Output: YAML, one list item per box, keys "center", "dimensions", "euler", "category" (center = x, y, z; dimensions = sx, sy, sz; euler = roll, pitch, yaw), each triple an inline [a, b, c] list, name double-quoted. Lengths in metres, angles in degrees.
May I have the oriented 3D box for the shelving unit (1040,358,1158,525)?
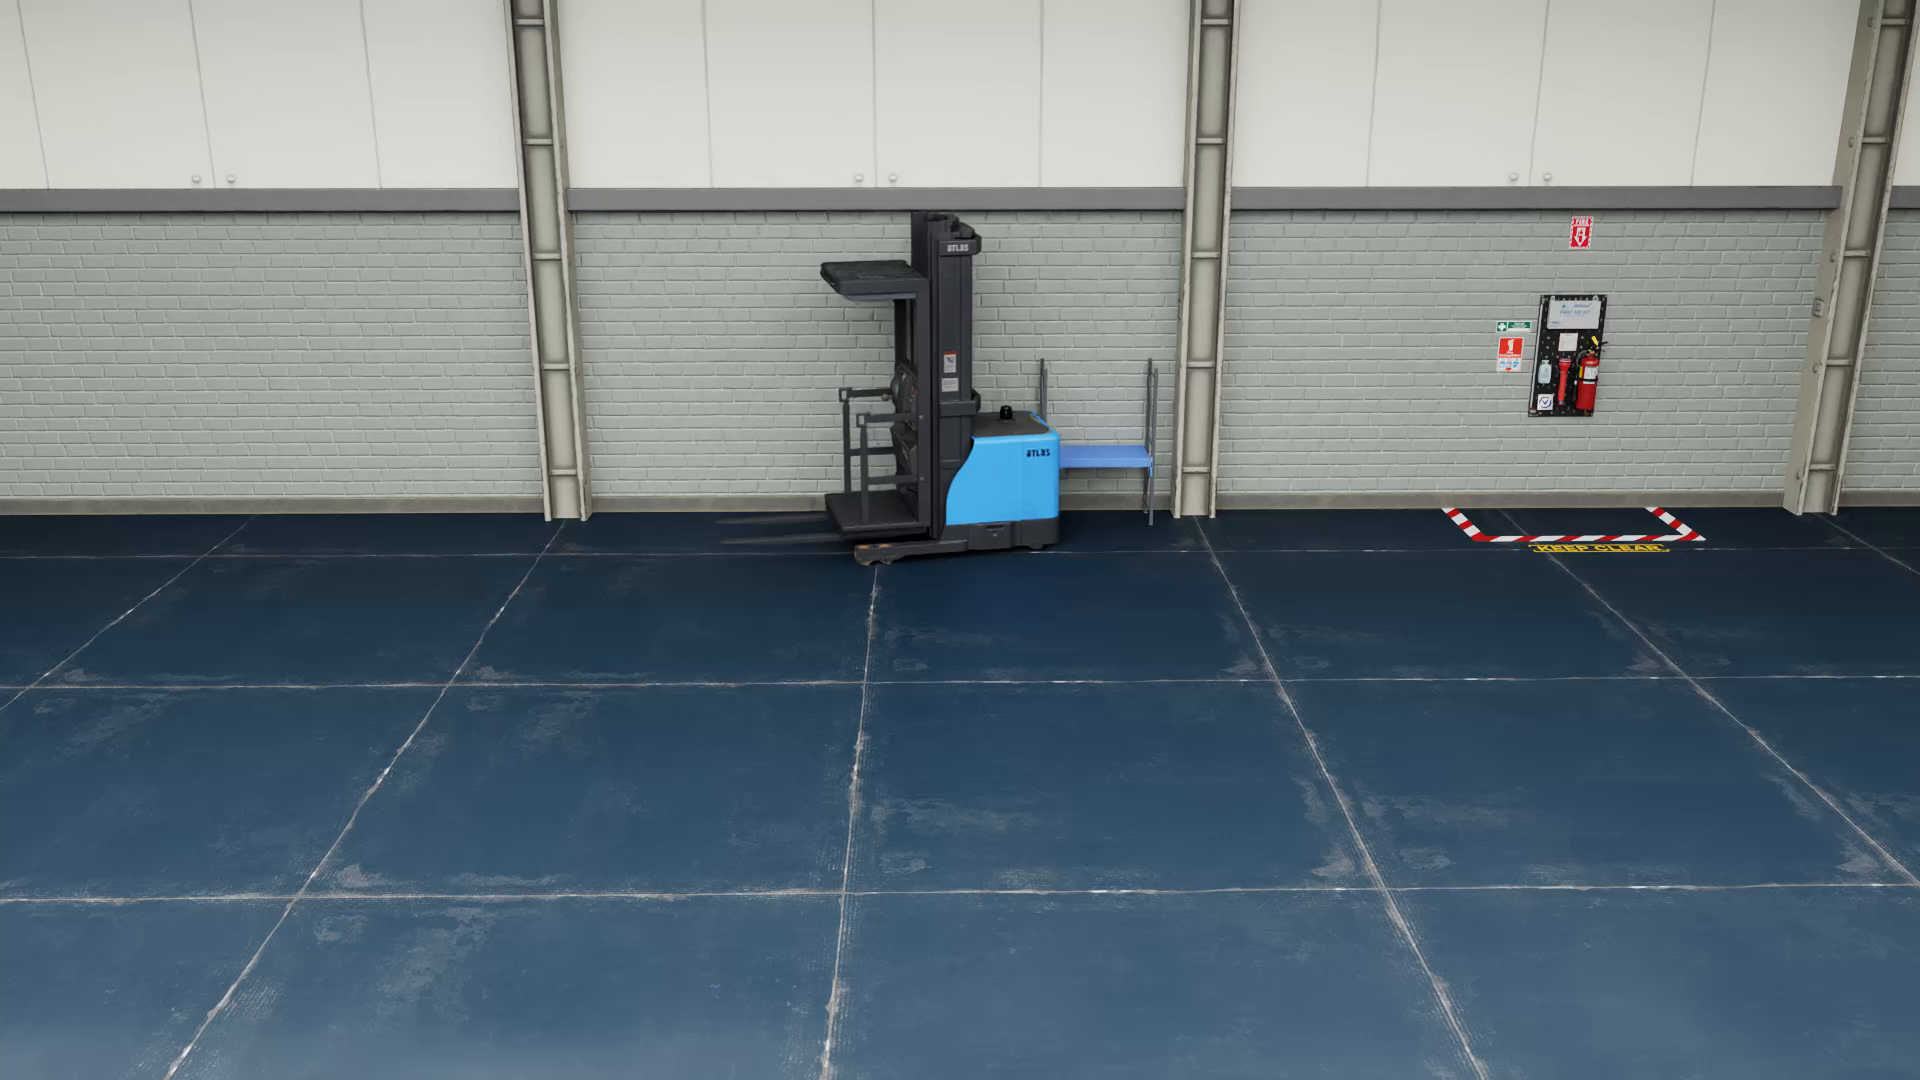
- center: [1.289, -0.928, 15.687]
  dimensions: [1.048, 1.500, 0.538]
  euler: [0, 18, -1]
  category: "shelving unit"

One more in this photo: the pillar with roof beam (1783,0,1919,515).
- center: [8.312, -3.259, 10.677]
  dimensions: [0.400, 9.000, 9.100]
  euler: [0, 18, -1]
  category: "pillar with roof beam"

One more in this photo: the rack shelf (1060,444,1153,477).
- center: [1.289, -0.756, 15.742]
  dimensions: [1.000, 0.185, 0.538]
  euler: [0, 18, -1]
  category: "rack shelf"

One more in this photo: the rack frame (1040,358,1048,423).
- center: [0.781, -0.925, 15.677]
  dimensions: [0.032, 1.500, 0.500]
  euler: [0, 18, -1]
  category: "rack frame"

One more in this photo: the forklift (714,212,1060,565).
- center: [-0.673, -1.354, 14.672]
  dimensions: [3.031, 2.935, 1.130]
  euler: [-4, 18, -12]
  category: "forklift"

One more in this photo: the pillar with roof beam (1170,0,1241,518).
- center: [2.313, -3.230, 10.586]
  dimensions: [0.400, 9.000, 9.100]
  euler: [0, 18, -1]
  category: "pillar with roof beam"

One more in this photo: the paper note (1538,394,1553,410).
- center: [5.594, -1.317, 15.888]
  dimensions: [0.142, 0.148, 0.016]
  euler: [0, 18, -1]
  category: "paper note"

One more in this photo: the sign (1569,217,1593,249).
- center: [5.763, -2.851, 15.431]
  dimensions: [0.199, 0.298, 0.001]
  euler: [0, 18, -1]
  category: "sign"

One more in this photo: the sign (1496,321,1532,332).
- center: [5.223, -2.012, 15.686]
  dimensions: [0.331, 0.109, 0.001]
  euler: [0, 18, -1]
  category: "sign"

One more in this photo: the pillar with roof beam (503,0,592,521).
- center: [-3.687, -3.201, 10.496]
  dimensions: [0.400, 9.000, 9.100]
  euler: [0, 18, -1]
  category: "pillar with roof beam"

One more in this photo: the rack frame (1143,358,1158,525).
- center: [1.797, -0.931, 15.696]
  dimensions: [0.032, 1.500, 0.500]
  euler: [0, 18, -1]
  category: "rack frame"

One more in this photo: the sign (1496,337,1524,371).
- center: [5.218, -1.763, 15.775]
  dimensions: [0.234, 0.329, 0.001]
  euler: [0, 18, -1]
  category: "sign"

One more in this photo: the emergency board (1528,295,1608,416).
- center: [5.772, -1.717, 15.691]
  dimensions: [0.643, 1.169, 0.194]
  euler: [0, 18, -1]
  category: "emergency board"
